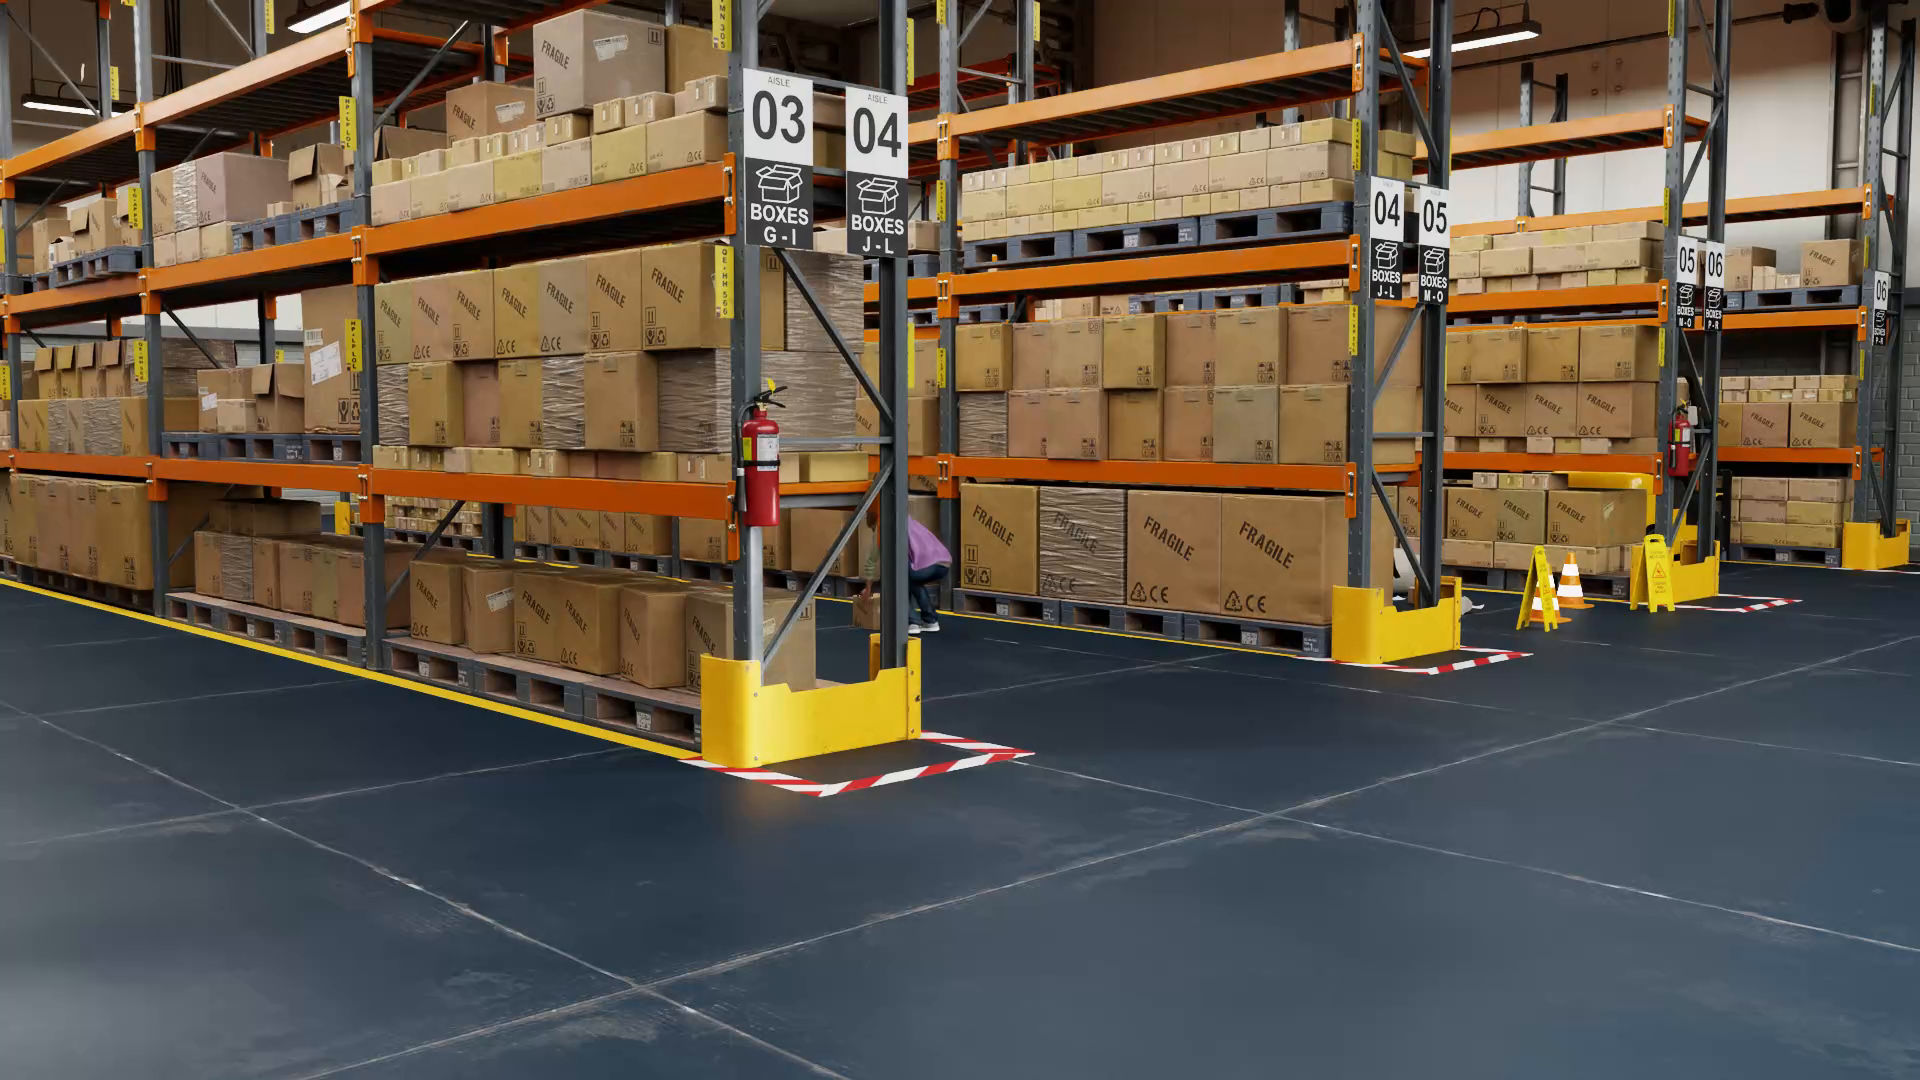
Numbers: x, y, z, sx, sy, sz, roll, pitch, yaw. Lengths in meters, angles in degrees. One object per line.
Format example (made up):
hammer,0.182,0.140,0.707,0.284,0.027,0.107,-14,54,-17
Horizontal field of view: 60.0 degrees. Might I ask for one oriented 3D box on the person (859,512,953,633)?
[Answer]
person,-0.414,0.222,12.612,0.454,0.963,0.779,-4,6,-44
